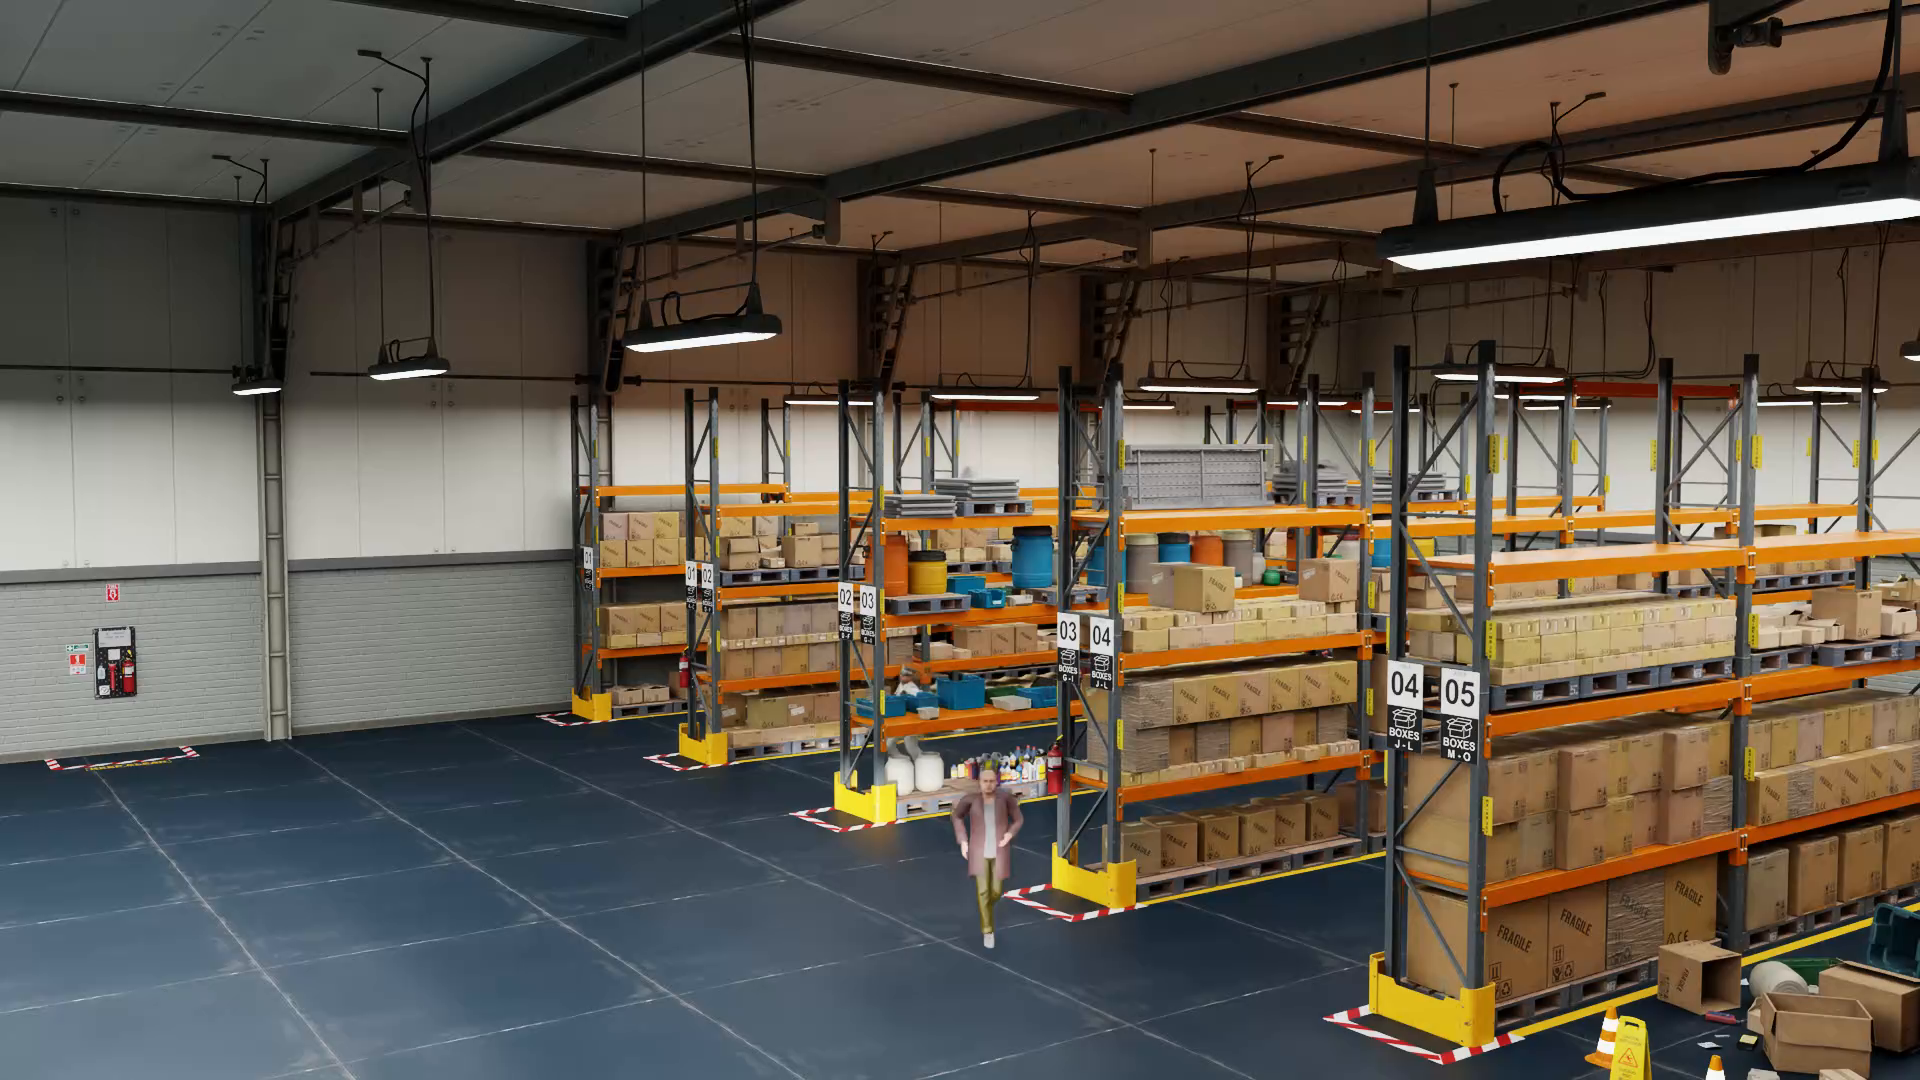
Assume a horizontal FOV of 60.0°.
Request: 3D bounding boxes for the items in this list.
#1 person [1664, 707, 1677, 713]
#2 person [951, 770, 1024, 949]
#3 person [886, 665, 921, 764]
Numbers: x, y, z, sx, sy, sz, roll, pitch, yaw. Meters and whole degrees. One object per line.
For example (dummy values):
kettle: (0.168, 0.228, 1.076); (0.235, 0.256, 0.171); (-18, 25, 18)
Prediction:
person: (9.495, 2.985, 22.280); (0.941, 1.632, 0.607); (-2, 4, -36)
person: (0.293, 3.263, 17.276); (0.751, 1.782, 0.865); (0, 3, -5)
person: (-0.832, 2.783, 25.065); (0.746, 1.833, 0.637); (-3, 4, -37)
